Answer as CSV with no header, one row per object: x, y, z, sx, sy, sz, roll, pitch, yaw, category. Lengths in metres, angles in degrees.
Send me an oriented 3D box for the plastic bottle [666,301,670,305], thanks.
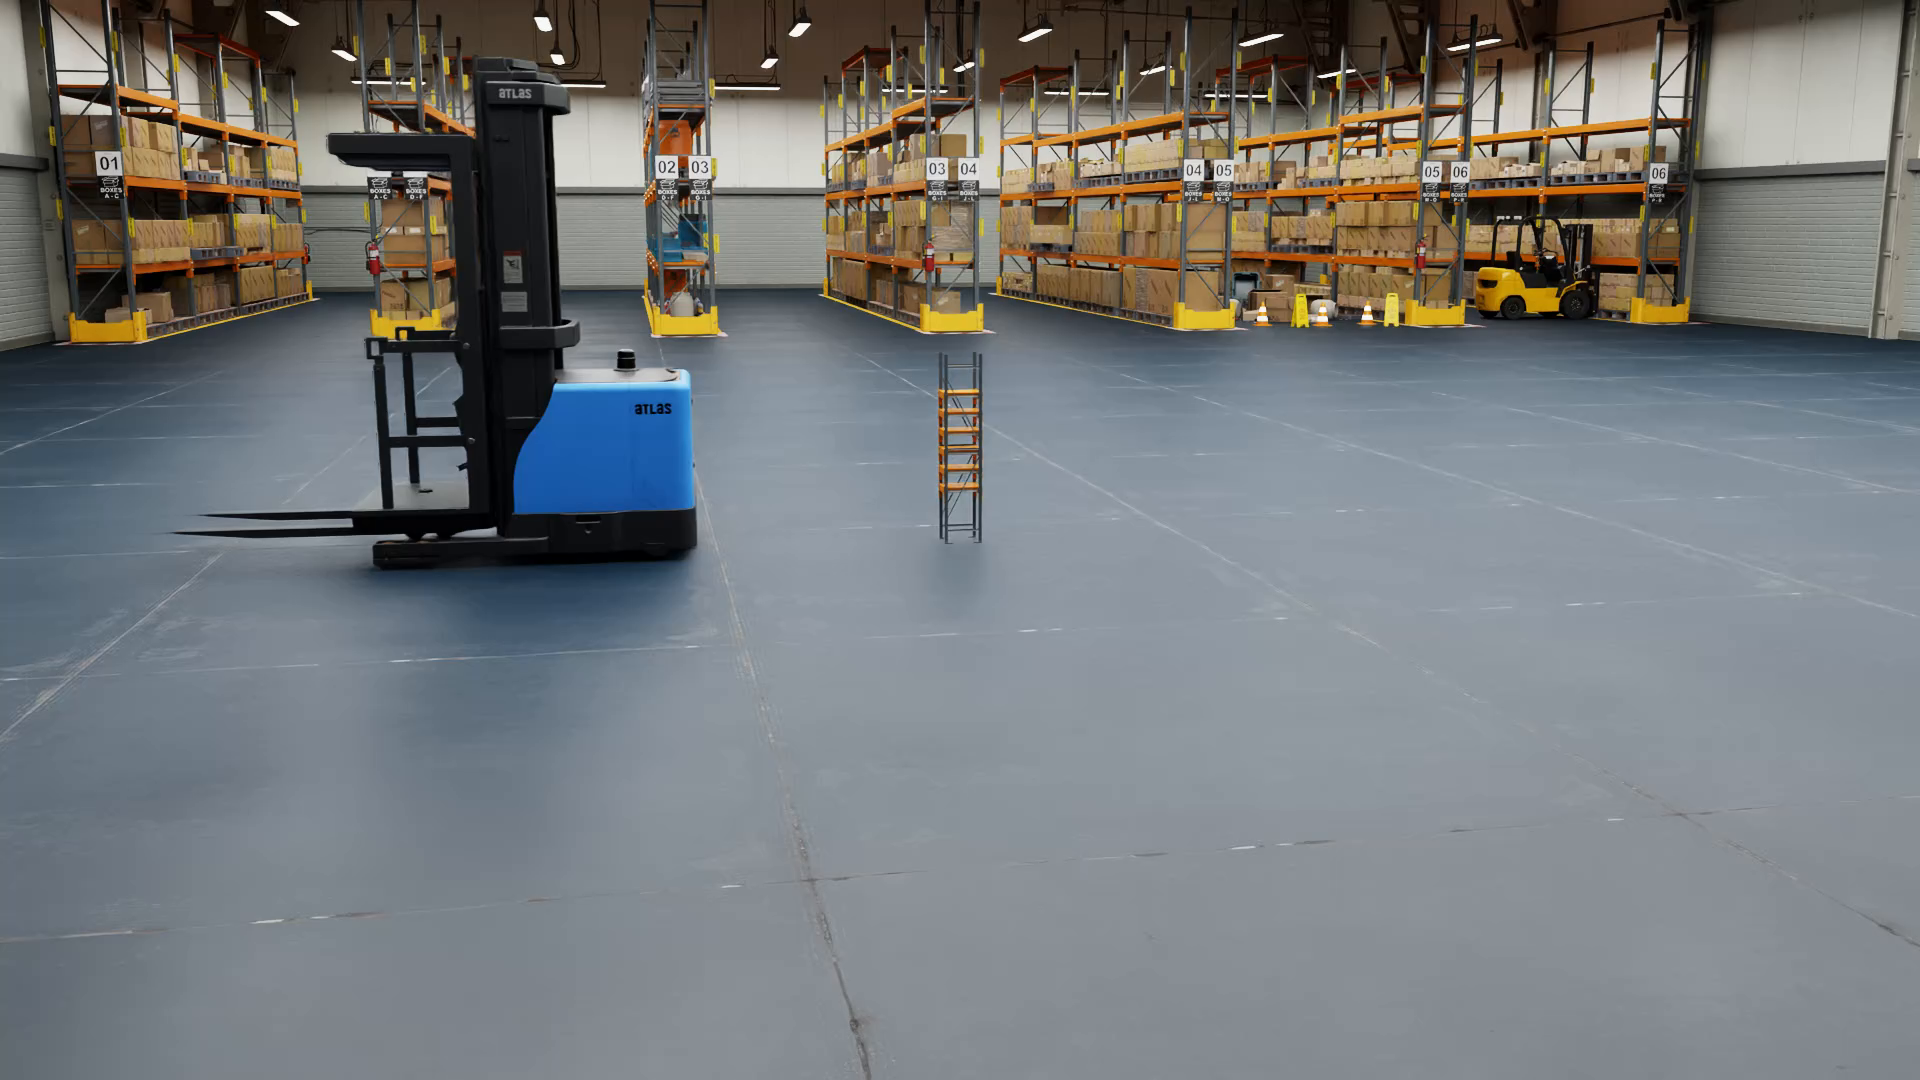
-5.766,-4.610,33.002,0.152,0.276,0.135,-2,11,-11,plastic bottle

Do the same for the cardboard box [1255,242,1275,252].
7.672,-7.281,41.331,0.500,0.250,0.500,-3,11,-13,cardboard box

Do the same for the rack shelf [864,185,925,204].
-1.307,-7.665,36.845,1.077,0.370,4.000,-2,11,-11,rack shelf

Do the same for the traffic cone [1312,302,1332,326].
7.209,-4.487,33.036,0.336,0.463,0.334,-2,11,-11,traffic cone

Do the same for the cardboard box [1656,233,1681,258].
14.625,-6.136,34.643,0.500,0.500,0.500,-2,11,-9,cardboard box

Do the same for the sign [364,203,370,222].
-10.393,-5.752,29.167,0.100,0.325,0.005,-2,11,-11,sign

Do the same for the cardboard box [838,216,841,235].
-2.919,-8.252,43.632,0.500,0.500,0.500,-2,11,-10,cardboard box

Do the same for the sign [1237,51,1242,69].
5.291,-9.109,31.564,0.100,0.325,0.005,-2,11,-11,sign

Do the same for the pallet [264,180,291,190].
-17.433,-8.908,41.692,1.003,0.211,1.213,-2,11,-11,pallet

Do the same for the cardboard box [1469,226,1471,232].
12.719,-7.703,41.141,0.380,0.149,0.250,-2,11,-10,cardboard box

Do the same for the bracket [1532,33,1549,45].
13.763,-11.873,39.382,0.235,0.232,0.430,-2,11,-11,bracket

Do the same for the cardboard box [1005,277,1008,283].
1.481,-7.335,46.916,0.380,0.149,0.250,-2,11,-11,cardboard box

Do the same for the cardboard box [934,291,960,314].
-0.245,-4.538,32.076,0.500,0.500,0.500,0,11,0,cardboard box

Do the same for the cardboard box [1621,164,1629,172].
13.990,-7.732,34.557,0.380,0.149,0.250,-2,11,-13,cardboard box

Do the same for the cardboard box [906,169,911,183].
-0.777,-7.201,32.886,0.500,0.250,0.500,-2,11,-12,cardboard box

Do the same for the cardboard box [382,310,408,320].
-10.252,-4.028,30.066,0.500,0.250,0.500,-2,11,-11,cardboard box

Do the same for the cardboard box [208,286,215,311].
-15.970,-5.040,34.663,0.700,0.500,0.500,-2,11,-11,cardboard box

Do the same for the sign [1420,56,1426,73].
9.032,-9.272,32.421,0.100,0.325,0.005,-2,11,-11,sign

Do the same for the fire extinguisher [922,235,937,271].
-0.570,-5.368,31.086,0.296,0.674,0.183,-2,11,-11,fire extinguisher

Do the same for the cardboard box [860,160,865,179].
-2.139,-8.905,40.045,0.500,0.500,0.500,-2,11,-8,cardboard box

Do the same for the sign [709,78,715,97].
-4.458,-8.128,29.890,0.100,0.325,0.005,-2,11,-11,sign

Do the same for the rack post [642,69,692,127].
-6.244,-9.401,35.486,1.013,1.000,3.121,-2,11,-11,rack post

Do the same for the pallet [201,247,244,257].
-16.029,-6.150,35.498,1.213,0.211,1.003,-2,11,-11,pallet

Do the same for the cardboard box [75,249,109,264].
-14.997,-4.918,28.863,0.500,0.250,0.500,-2,11,-10,cardboard box

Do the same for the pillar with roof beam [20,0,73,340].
-11.478,-8.104,29.208,9.100,9.000,0.400,-2,11,-11,pillar with roof beam

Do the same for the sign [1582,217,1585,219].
14.215,-7.204,37.996,0.100,0.325,0.005,-2,11,-11,sign

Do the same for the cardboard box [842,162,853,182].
-2.685,-9.564,43.244,0.700,0.500,0.500,-3,11,-14,cardboard box

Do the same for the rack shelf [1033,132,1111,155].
2.800,-9.837,41.307,1.077,0.370,4.000,-2,11,-11,rack shelf

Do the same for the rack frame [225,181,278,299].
-17.050,-7.105,40.001,1.000,3.000,0.127,-2,11,-11,rack frame

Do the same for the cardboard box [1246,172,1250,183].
7.414,-9.125,41.832,0.396,0.266,0.258,-2,11,-12,cardboard box

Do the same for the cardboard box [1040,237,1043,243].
2.239,-7.611,42.212,0.380,0.149,0.250,-3,11,-14,cardboard box

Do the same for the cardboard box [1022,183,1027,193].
1.965,-9.379,44.329,0.500,0.250,0.500,-2,11,-11,cardboard box

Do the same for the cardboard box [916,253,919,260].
-0.657,-5.594,32.737,0.380,0.149,0.250,-2,11,-11,cardboard box

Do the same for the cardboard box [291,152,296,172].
-17.418,-9.738,42.817,0.500,0.500,0.500,-2,11,-11,cardboard box

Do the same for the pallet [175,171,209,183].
-15.510,-7.136,32.644,1.213,0.211,1.003,-2,11,-11,pallet

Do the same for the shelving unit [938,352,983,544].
0.003,-0.587,10.570,0.258,1.200,0.189,-2,11,-11,shelving unit

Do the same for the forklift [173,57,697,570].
-3.167,-1.371,10.059,3.031,2.935,1.130,-2,11,-9,forklift

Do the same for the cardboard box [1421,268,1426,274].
12.318,-7.075,43.675,0.380,0.149,0.250,-3,11,-14,cardboard box

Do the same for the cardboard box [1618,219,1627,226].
14.017,-6.649,34.808,0.380,0.149,0.250,-2,11,-10,cardboard box

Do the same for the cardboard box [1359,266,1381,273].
8.775,-5.794,35.606,0.380,0.149,0.250,-1,11,-8,cardboard box

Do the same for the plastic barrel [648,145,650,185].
-6.607,-8.292,36.879,0.600,0.901,0.600,0,11,0,plastic barrel

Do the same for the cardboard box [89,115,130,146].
-14.553,-7.007,28.470,0.500,0.500,0.500,-3,11,-15,cardboard box

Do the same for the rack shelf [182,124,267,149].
-16.661,-9.135,37.617,1.077,0.370,4.000,-2,11,-11,rack shelf

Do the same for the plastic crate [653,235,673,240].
-6.171,-6.107,34.587,0.402,0.464,0.583,-2,11,-11,plastic crate

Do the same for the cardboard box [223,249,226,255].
-16.109,-6.326,36.529,0.380,0.149,0.250,-2,11,-12,cardboard box

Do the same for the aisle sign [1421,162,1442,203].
9.308,-7.060,32.812,0.394,0.787,0.004,-2,11,-11,aisle sign

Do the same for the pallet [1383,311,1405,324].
9.443,-4.599,34.294,1.003,0.211,1.213,-2,11,-11,pallet

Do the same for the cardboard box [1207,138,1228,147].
4.992,-7.676,32.129,0.380,0.149,0.250,-2,11,-10,cardboard box

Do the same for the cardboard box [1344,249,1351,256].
8.650,-6.301,36.450,0.380,0.149,0.250,-2,11,-9,cardboard box

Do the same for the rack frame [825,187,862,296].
-3.252,-8.379,46.694,1.000,3.000,0.127,-2,11,-11,rack frame

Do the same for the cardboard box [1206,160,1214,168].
4.993,-7.286,32.213,0.380,0.149,0.250,-2,11,-11,cardboard box

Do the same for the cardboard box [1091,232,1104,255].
3.306,-6.753,37.886,0.500,0.500,0.500,-2,11,-12,cardboard box

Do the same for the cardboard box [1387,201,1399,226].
9.176,-6.670,33.979,0.700,0.500,0.500,-2,11,-10,cardboard box

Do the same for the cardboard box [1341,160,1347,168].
8.544,-8.210,36.327,0.380,0.149,0.250,-2,11,-12,cardboard box

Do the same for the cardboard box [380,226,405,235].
-10.119,-5.515,29.649,0.380,0.149,0.250,-2,11,-12,cardboard box

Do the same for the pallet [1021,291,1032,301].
2.246,-6.559,44.591,1.003,0.211,1.213,-2,11,-11,pallet
